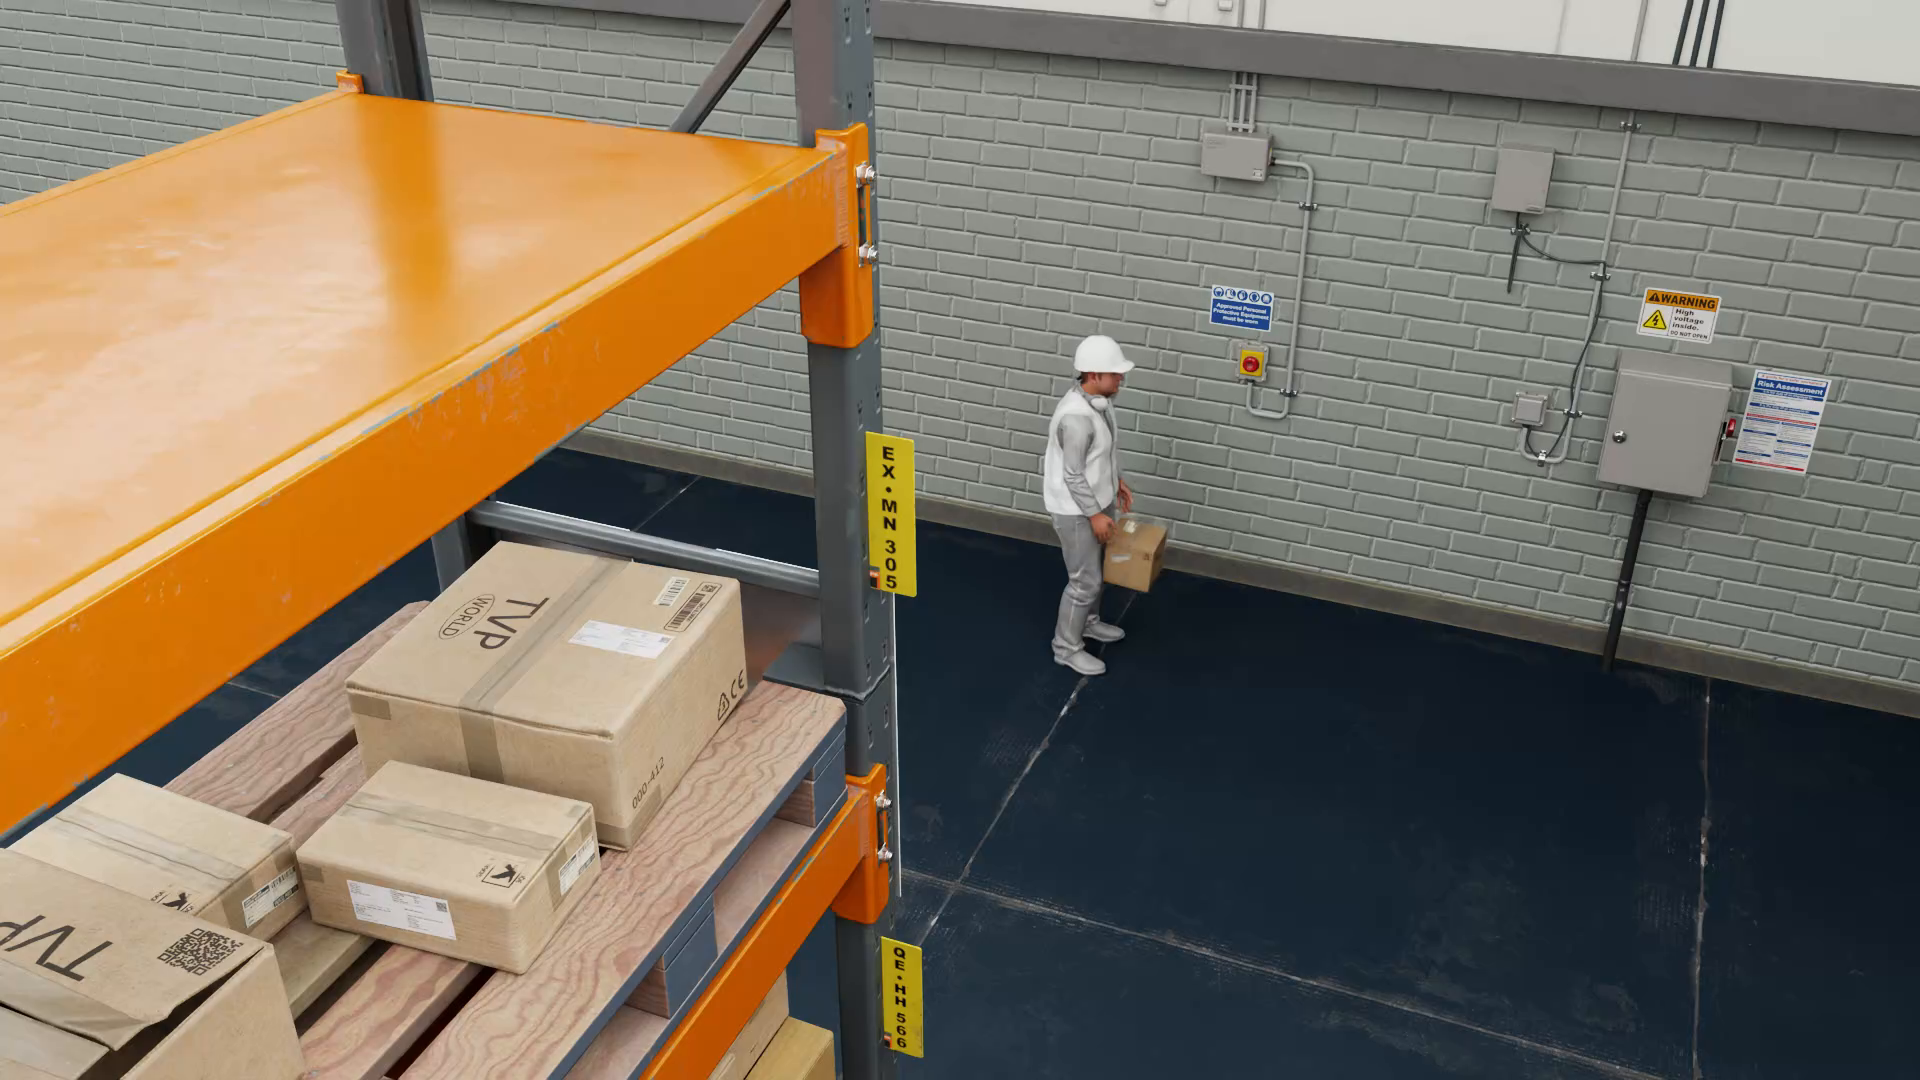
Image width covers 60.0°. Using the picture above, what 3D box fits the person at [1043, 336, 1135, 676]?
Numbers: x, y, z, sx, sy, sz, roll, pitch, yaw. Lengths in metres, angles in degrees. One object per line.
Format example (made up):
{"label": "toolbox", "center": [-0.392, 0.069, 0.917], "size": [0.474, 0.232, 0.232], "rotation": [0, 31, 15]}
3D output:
{"label": "person", "center": [0.641, -0.206, 8.462], "size": [0.423, 1.775, 0.555], "rotation": [11, 31, 18]}
